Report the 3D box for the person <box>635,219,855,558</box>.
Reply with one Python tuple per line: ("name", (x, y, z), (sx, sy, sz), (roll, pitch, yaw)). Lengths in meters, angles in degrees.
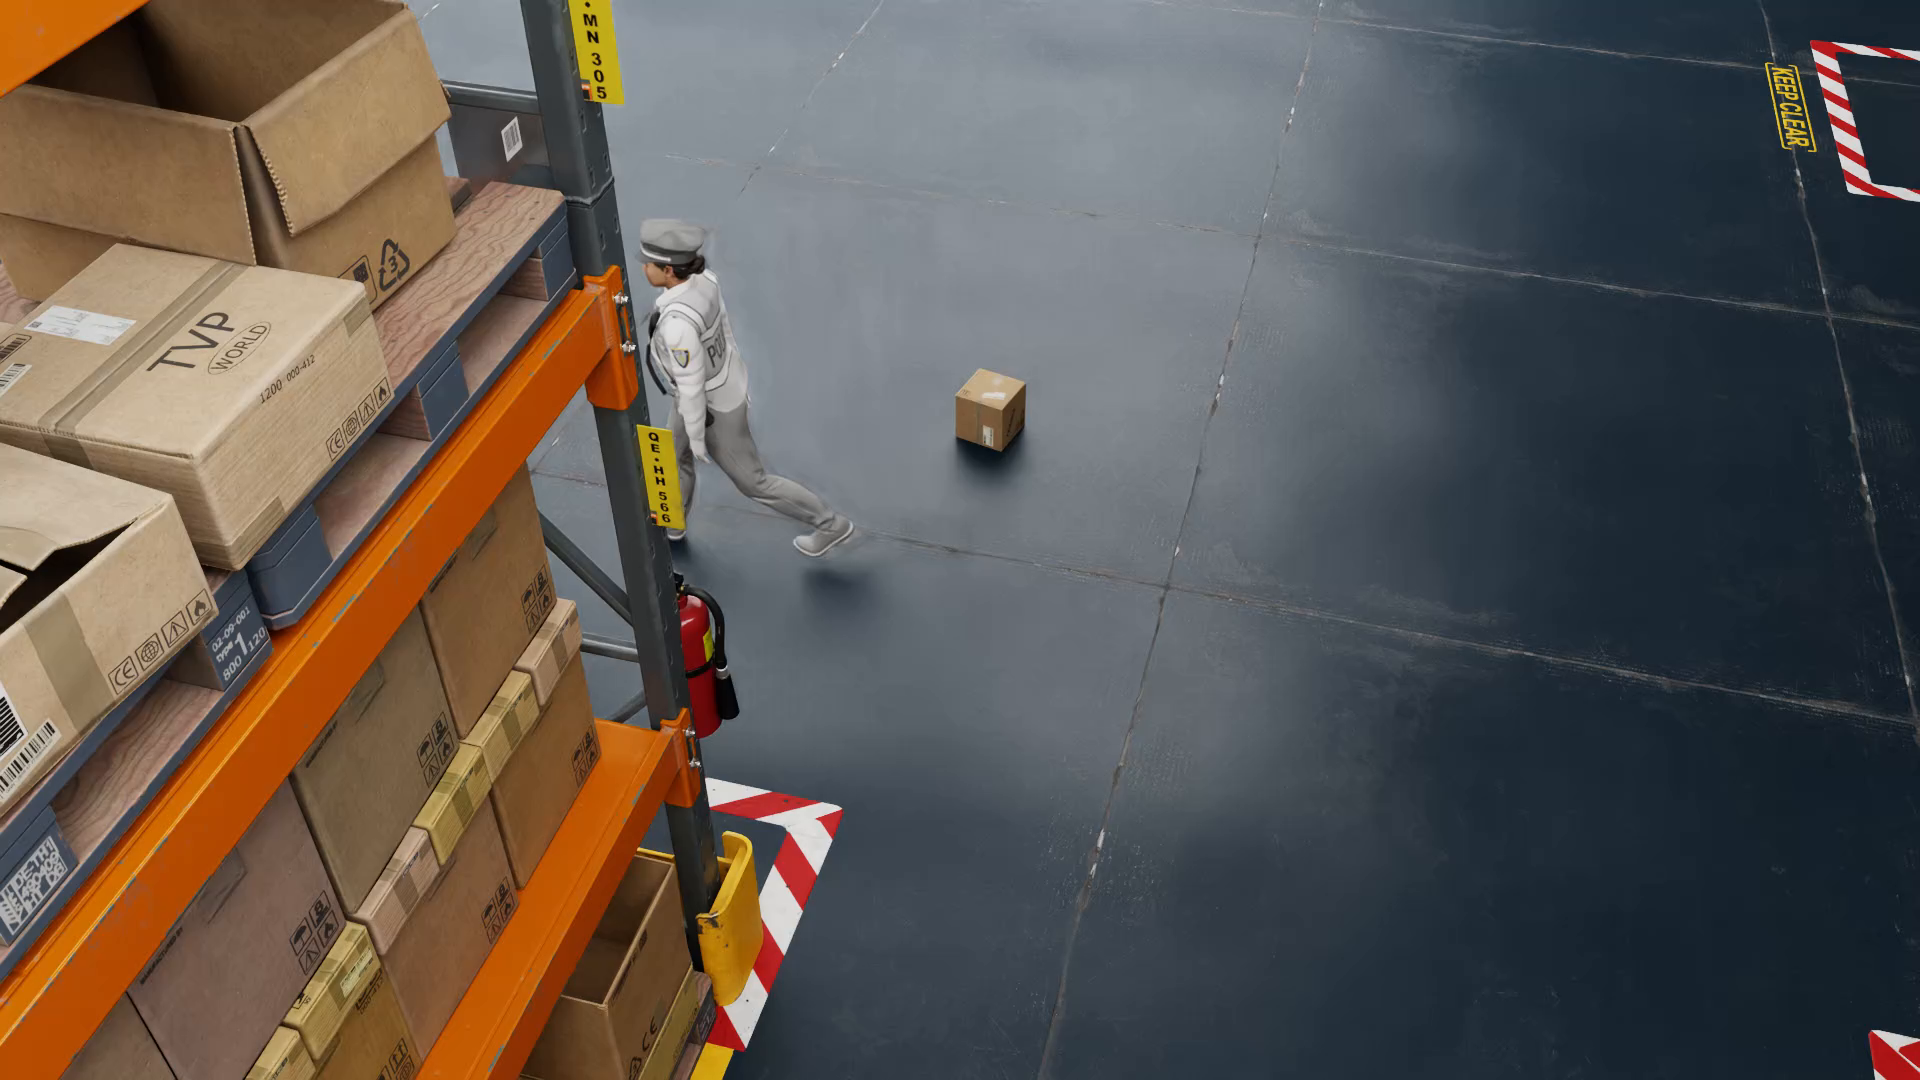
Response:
("person", (-0.981, -0.566, 6.816), (1.050, 1.611, 0.487), (0, 41, 0))
